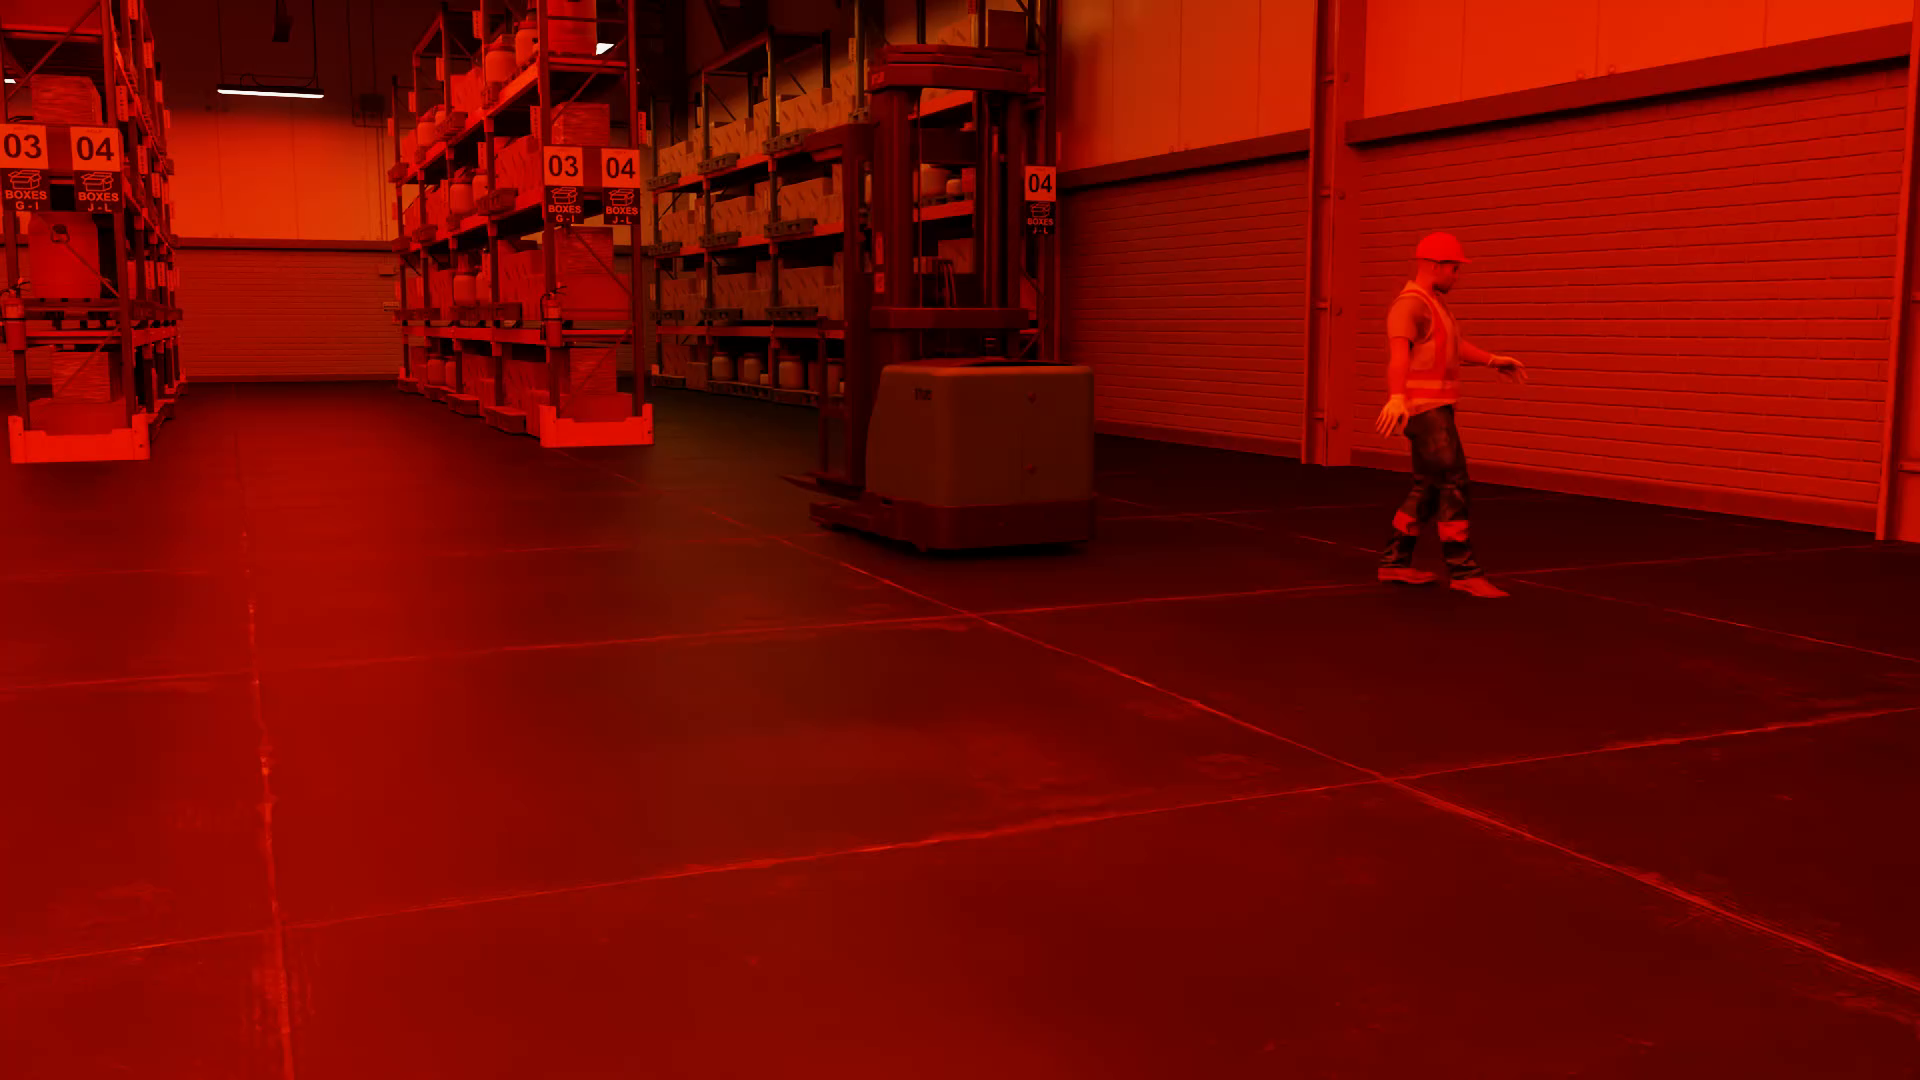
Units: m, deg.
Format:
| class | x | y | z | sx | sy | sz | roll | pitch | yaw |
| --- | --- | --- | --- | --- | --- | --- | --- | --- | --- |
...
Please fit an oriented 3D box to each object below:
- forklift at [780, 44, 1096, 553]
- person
| class | x | y | z | sx | sy | sz | roll | pitch | yaw |
| --- | --- | --- | --- | --- | --- | --- | --- | --- | --- |
| forklift | -0.318 | -1.532 | 10.559 | 1.130 | 2.935 | 3.031 | -4 | 8 | -26 |
| person | 2.406 | -0.613 | 8.188 | 0.700 | 1.781 | 1.031 | 4 | 9 | 29 |
